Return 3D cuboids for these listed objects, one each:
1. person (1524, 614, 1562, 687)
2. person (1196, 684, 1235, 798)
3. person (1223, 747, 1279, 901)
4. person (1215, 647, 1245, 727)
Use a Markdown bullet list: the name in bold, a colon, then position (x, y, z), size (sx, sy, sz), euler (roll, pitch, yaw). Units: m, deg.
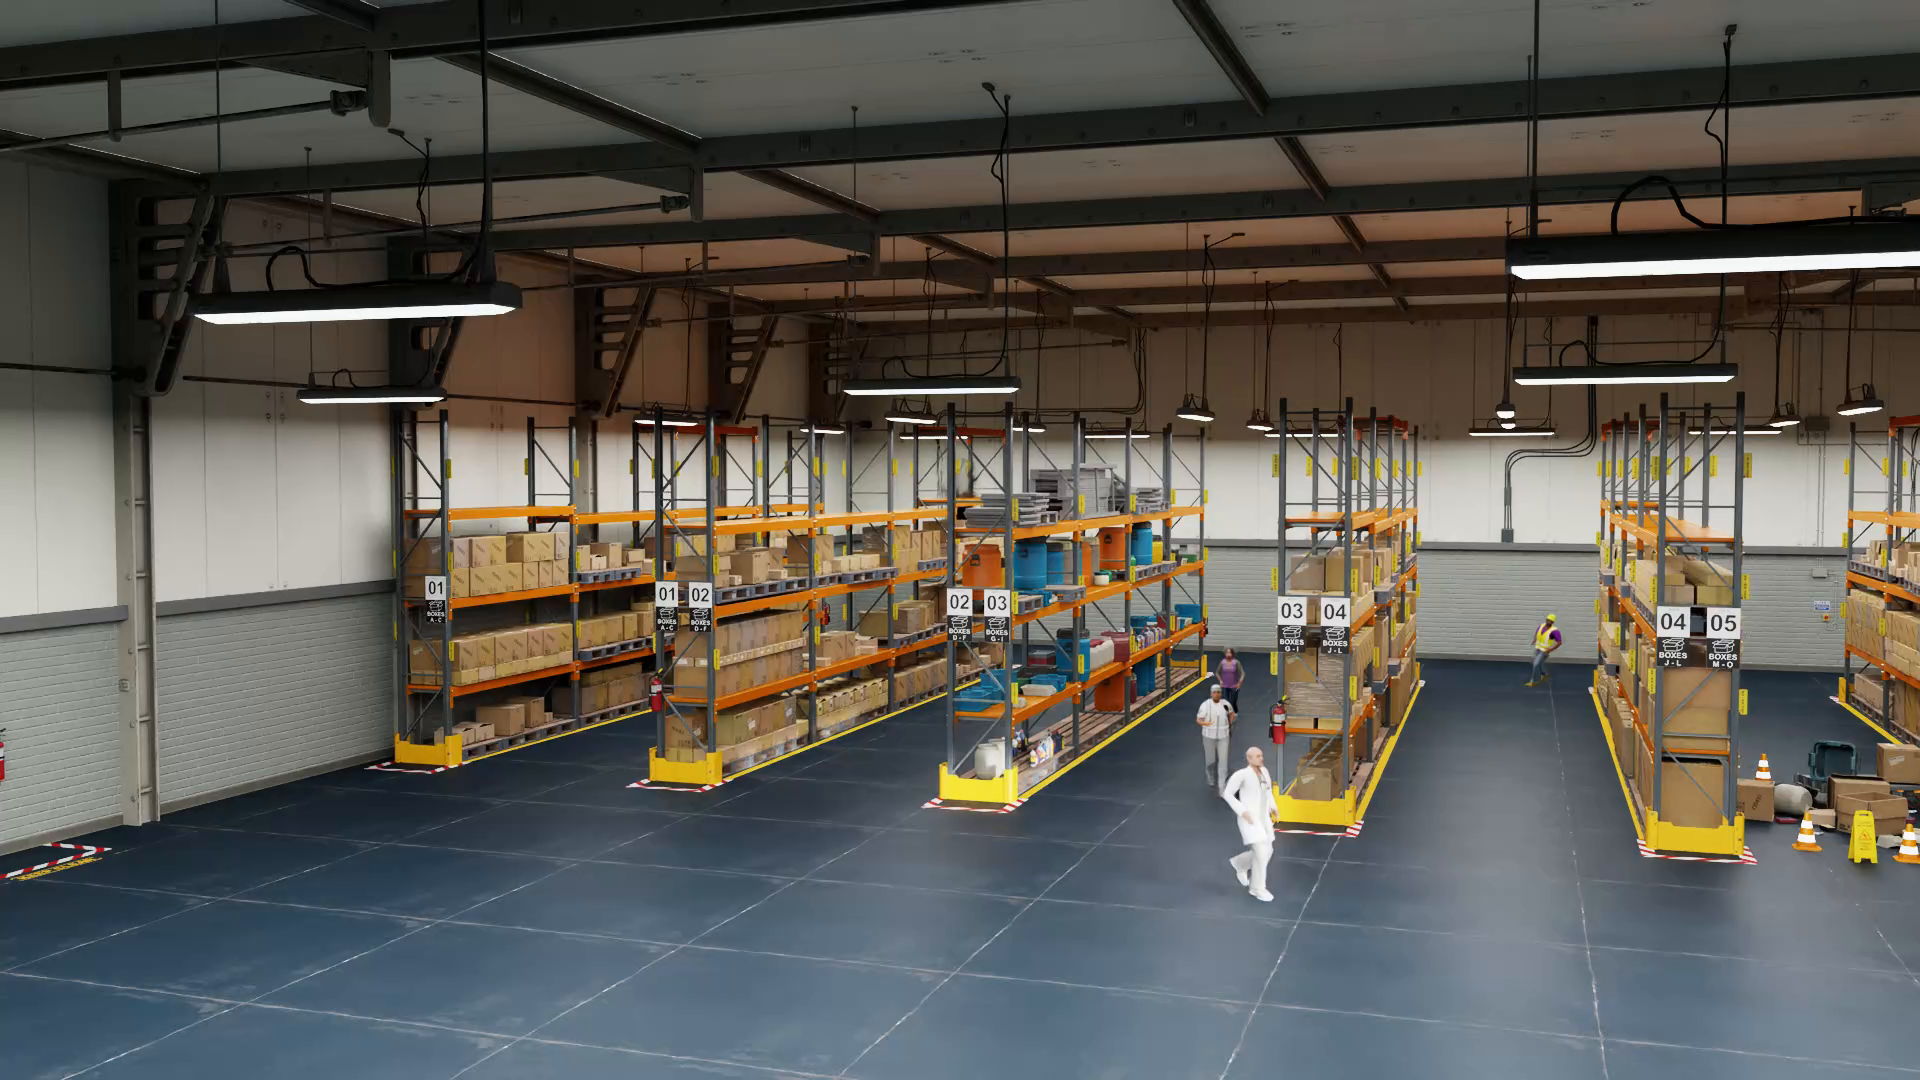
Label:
- **person**: position (13.370, 2.529, 38.112), size (0.742, 1.681, 0.791), euler (-1, 3, -18)
- **person**: position (3.949, 3.062, 25.650), size (0.608, 1.664, 0.925), euler (0, 2, 3)
- **person**: position (3.398, 3.297, 19.508), size (0.727, 1.758, 0.740), euler (-2, 3, -38)
- **person**: position (5.218, 2.853, 32.134), size (0.562, 1.542, 0.574), euler (1, 3, 16)
